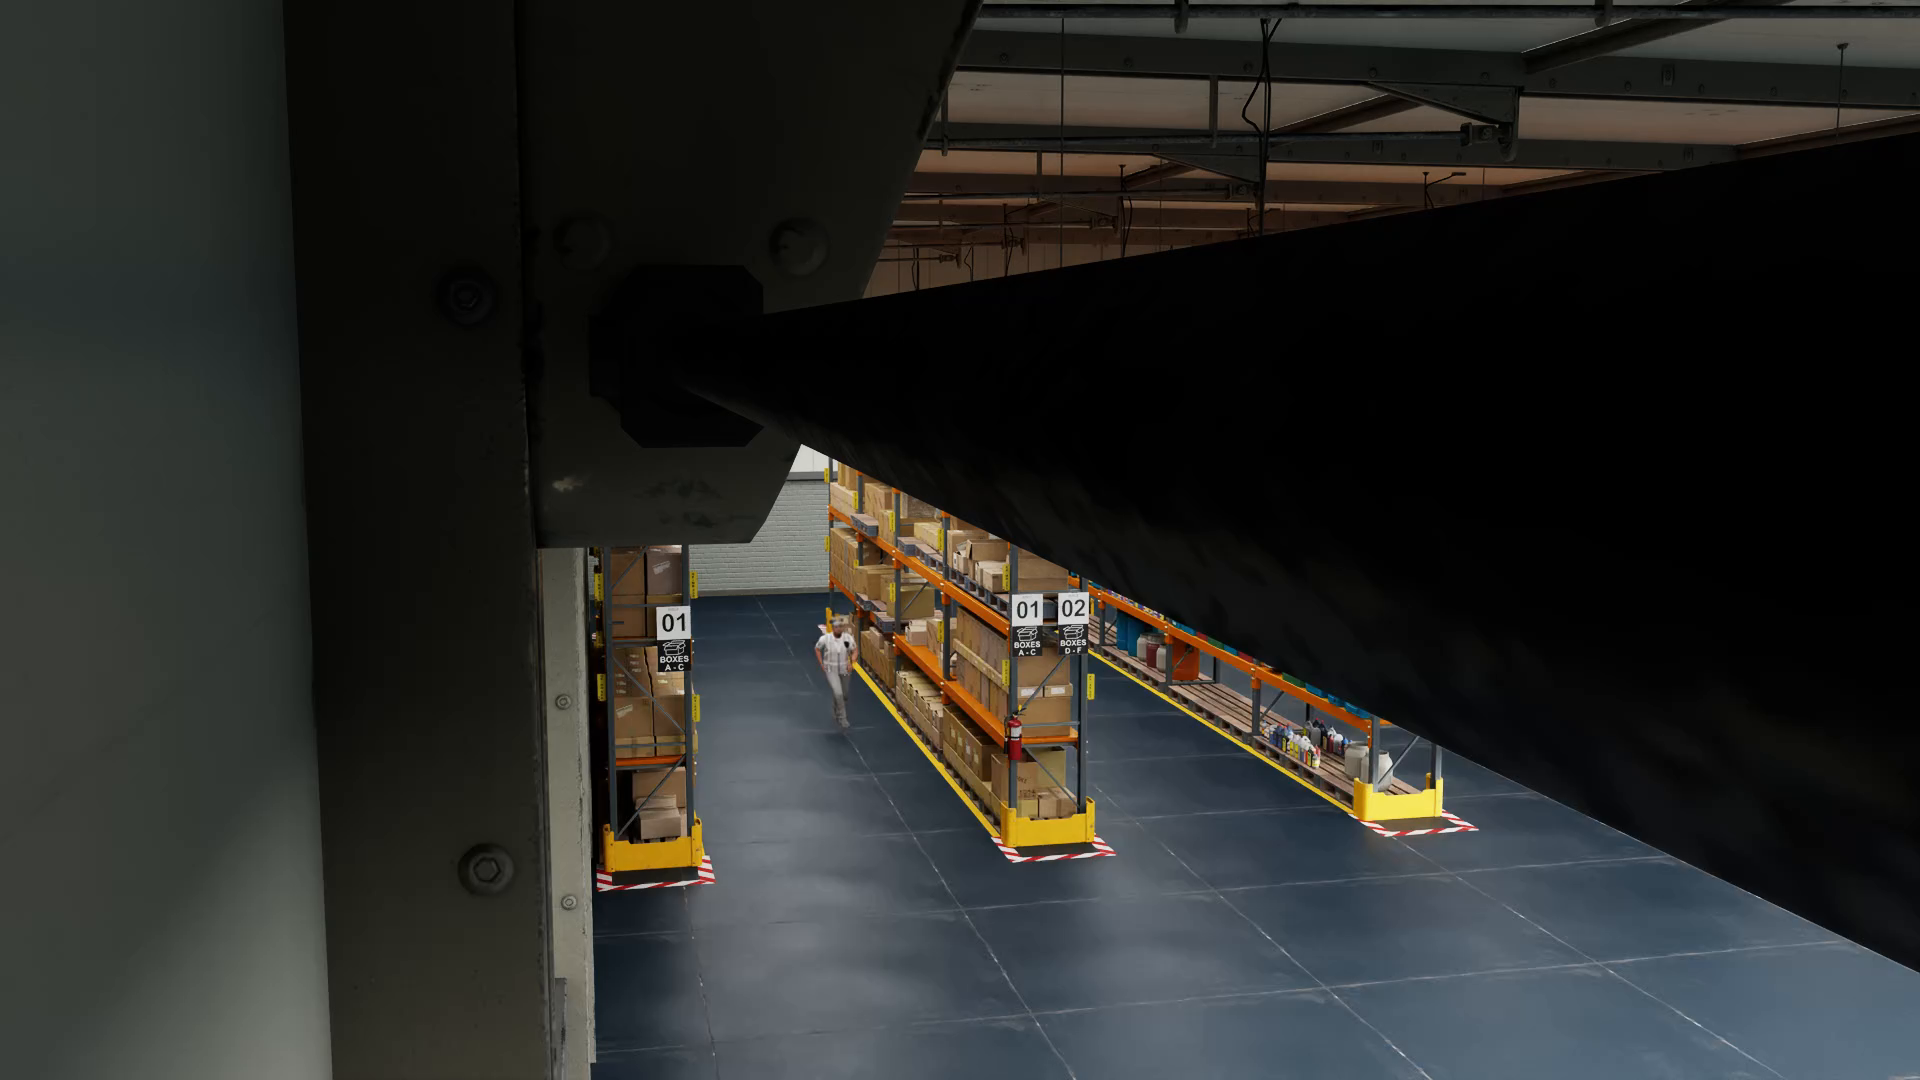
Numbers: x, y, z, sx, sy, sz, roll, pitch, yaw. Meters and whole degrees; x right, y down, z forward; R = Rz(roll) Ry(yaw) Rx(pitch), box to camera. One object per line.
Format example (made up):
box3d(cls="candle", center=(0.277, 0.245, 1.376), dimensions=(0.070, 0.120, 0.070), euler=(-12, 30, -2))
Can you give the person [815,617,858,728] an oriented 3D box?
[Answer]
box3d(cls="person", center=(-1.955, 2.087, 26.504), dimensions=(0.688, 1.764, 0.794), euler=(-2, 7, -16))
